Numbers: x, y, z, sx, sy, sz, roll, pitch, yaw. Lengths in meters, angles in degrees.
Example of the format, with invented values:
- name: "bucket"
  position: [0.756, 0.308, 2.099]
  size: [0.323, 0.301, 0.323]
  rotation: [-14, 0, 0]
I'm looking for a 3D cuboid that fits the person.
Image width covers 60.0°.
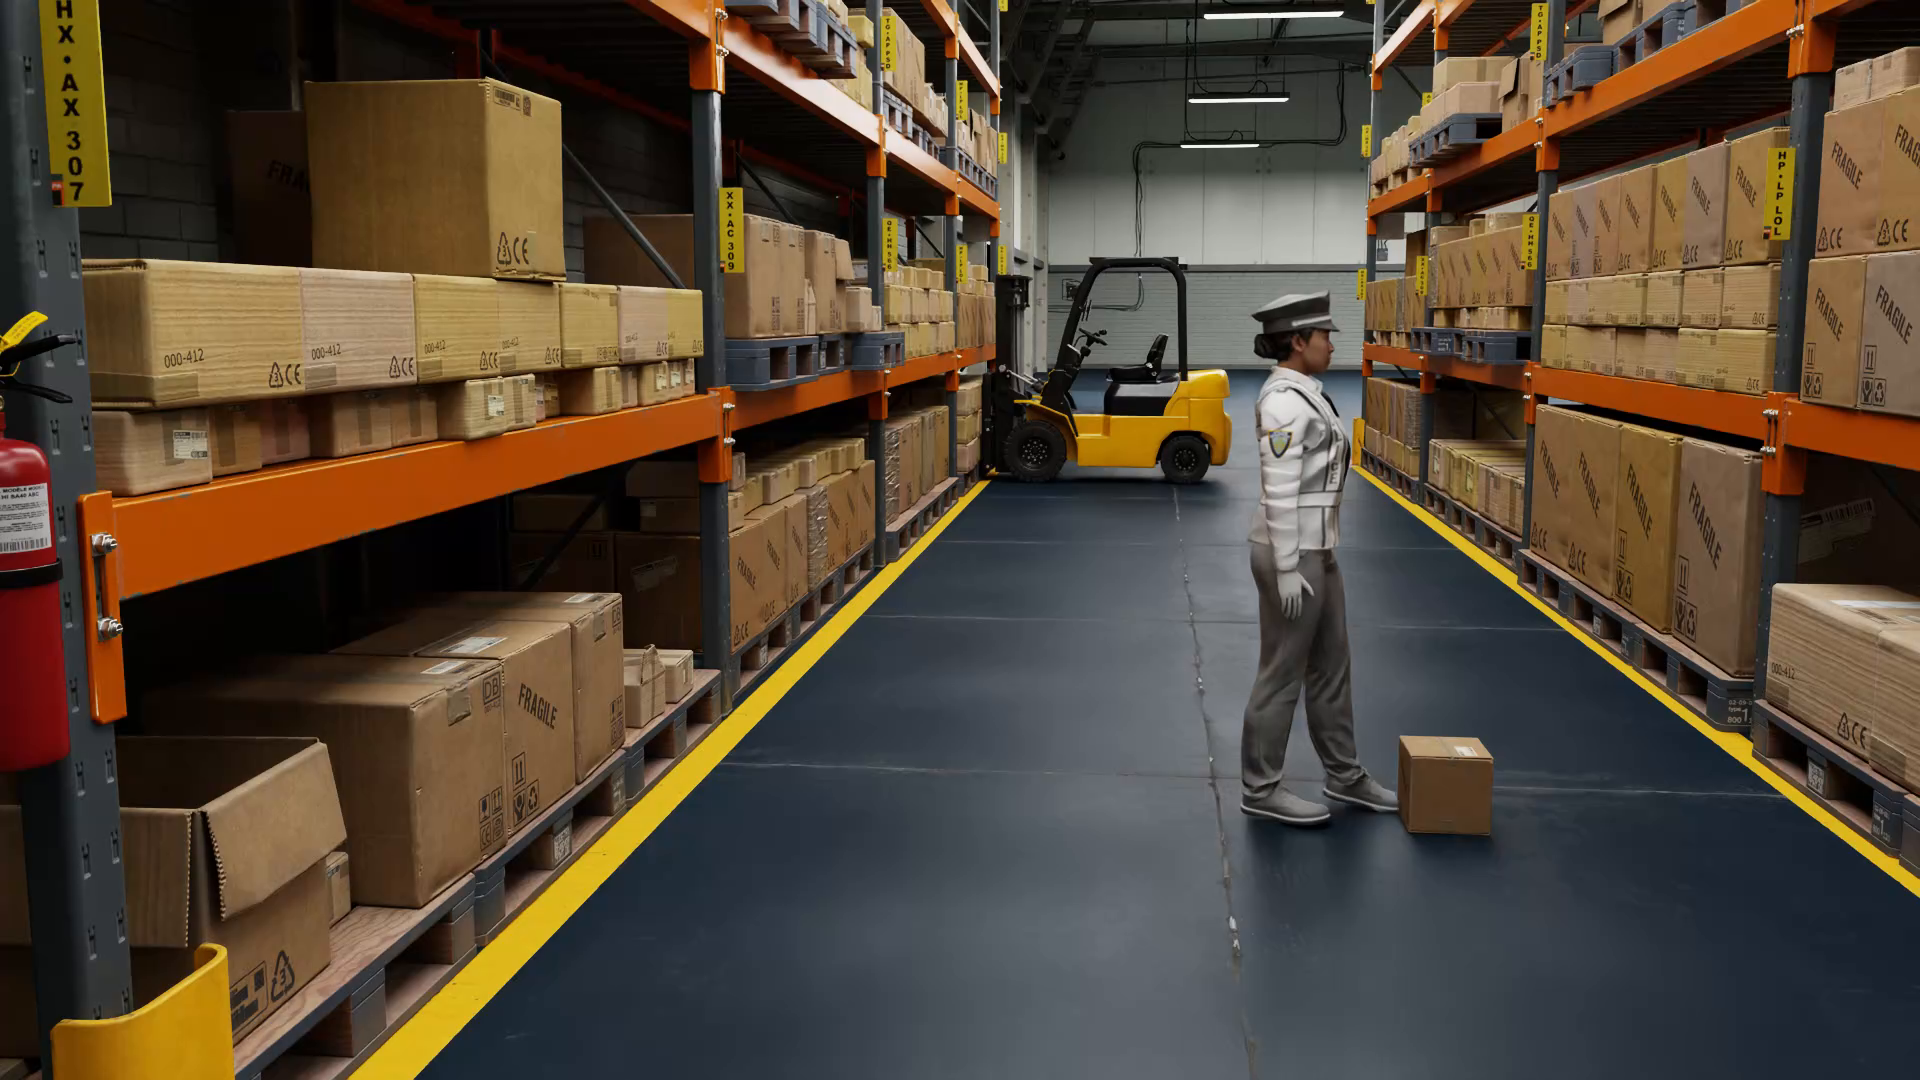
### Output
- name: "person"
  position: [1.180, 0.059, 5.260]
  size: [0.540, 1.689, 0.406]
  rotation: [2, 8, 14]
